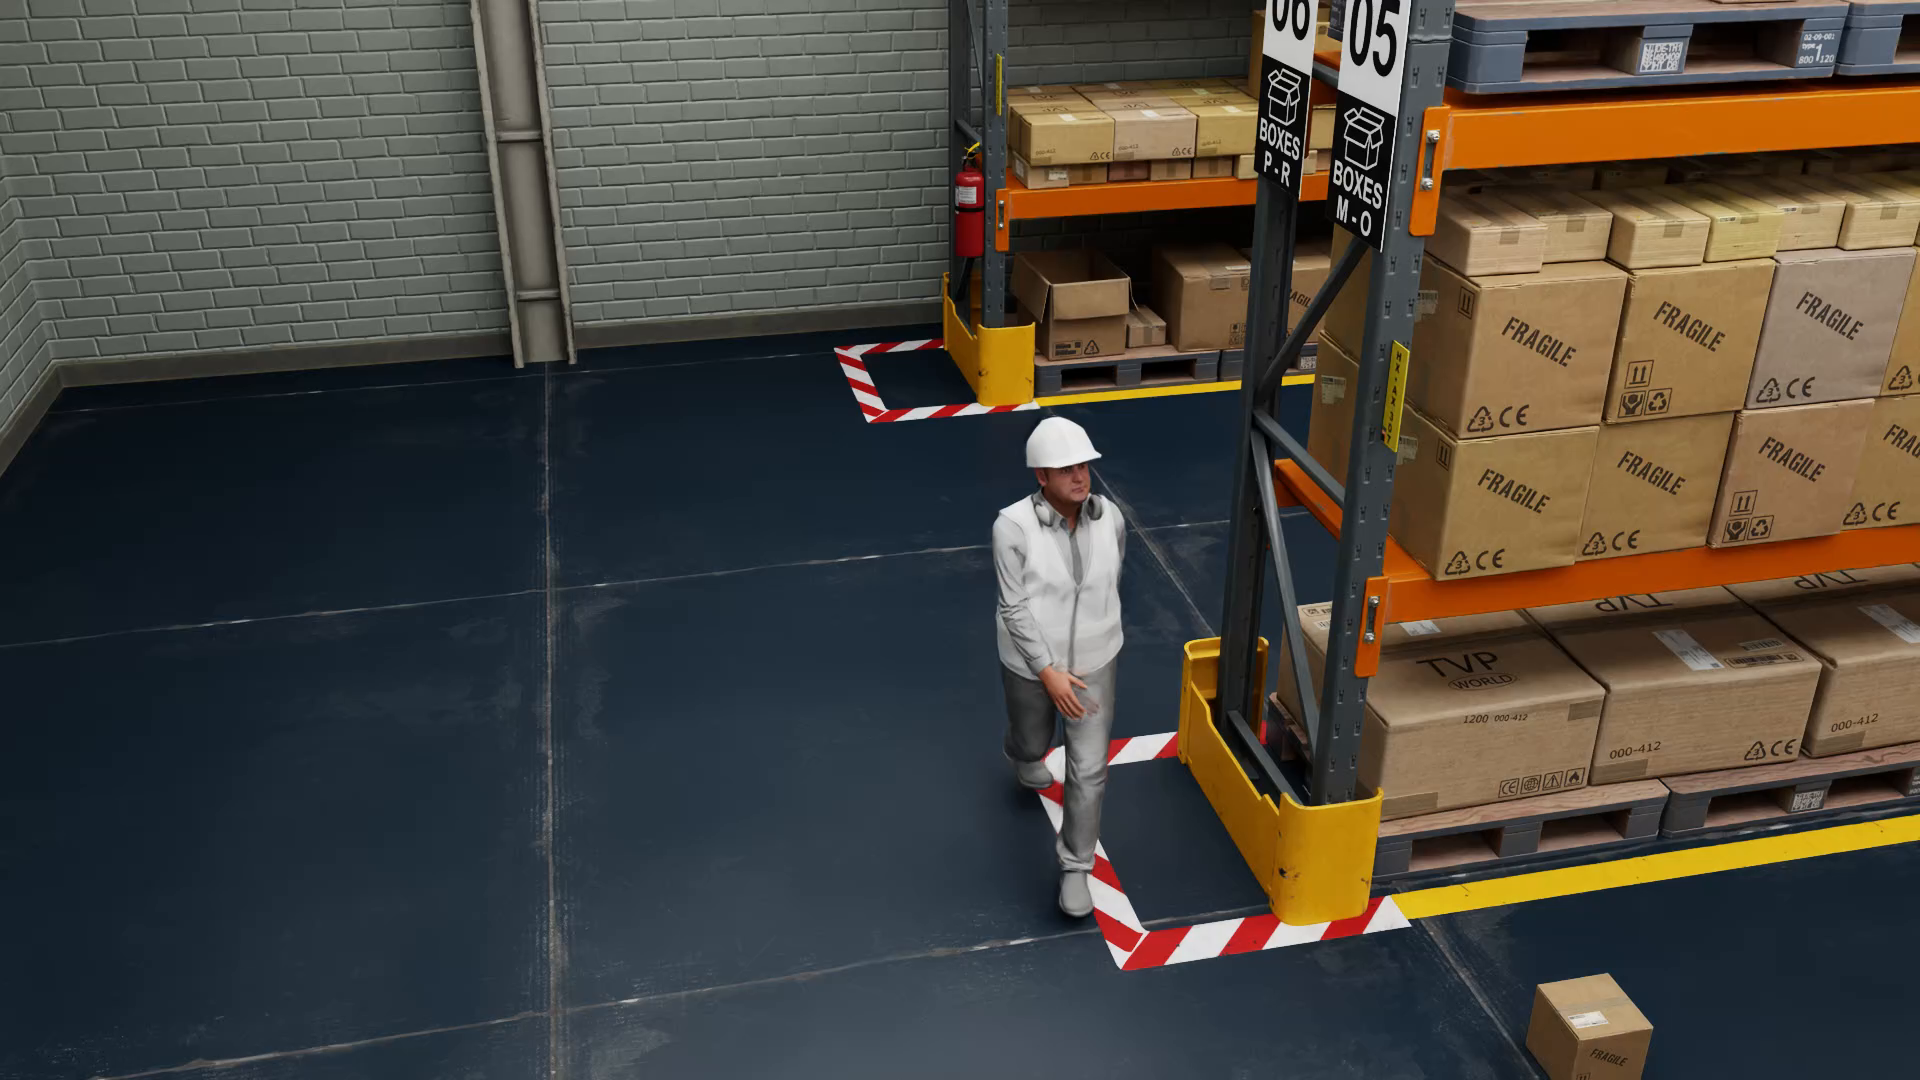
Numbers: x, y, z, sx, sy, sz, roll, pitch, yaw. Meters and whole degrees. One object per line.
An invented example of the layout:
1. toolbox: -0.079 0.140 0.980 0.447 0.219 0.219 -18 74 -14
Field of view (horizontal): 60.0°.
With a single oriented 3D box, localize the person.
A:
1. person: 0.351 0.370 5.872 0.514 1.728 0.999 -5 27 -9
